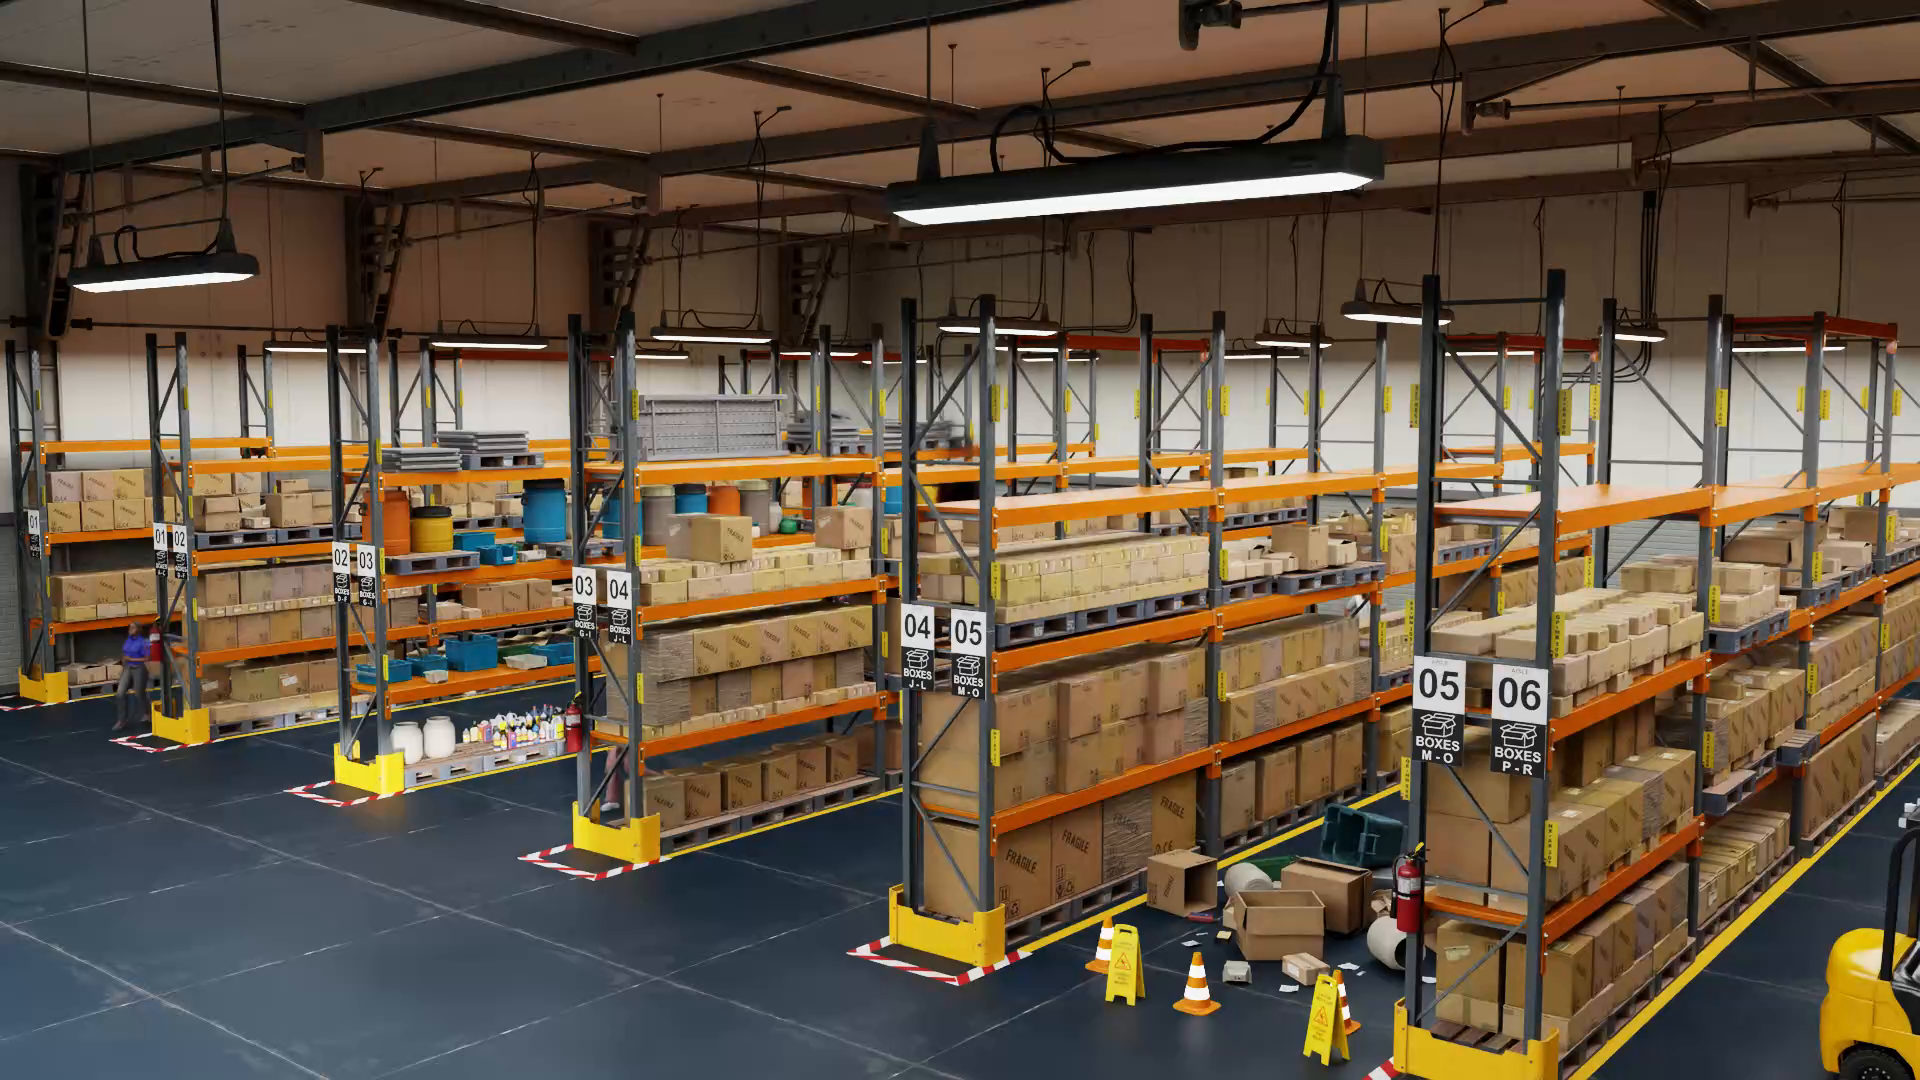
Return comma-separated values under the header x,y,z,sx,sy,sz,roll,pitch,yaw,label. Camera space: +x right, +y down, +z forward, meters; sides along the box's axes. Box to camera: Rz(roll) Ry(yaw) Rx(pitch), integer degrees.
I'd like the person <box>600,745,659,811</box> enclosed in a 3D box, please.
x,y,z,sx,sy,sz,roll,pitch,yaw,label
-4.133,2.480,20.574,0.604,1.647,0.855,4,7,40,person

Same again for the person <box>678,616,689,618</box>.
x,y,z,sx,sy,sz,roll,pitch,yaw,label
-4.922,1.747,28.333,0.711,1.764,0.923,3,6,32,person

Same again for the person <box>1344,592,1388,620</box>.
x,y,z,sx,sy,sz,roll,pitch,yaw,label
7.366,1.591,30.012,0.745,1.748,0.584,0,5,-4,person

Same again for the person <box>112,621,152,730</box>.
x,y,z,sx,sy,sz,roll,pitch,yaw,label
-12.588,2.073,25.545,0.563,1.706,0.744,2,5,17,person
